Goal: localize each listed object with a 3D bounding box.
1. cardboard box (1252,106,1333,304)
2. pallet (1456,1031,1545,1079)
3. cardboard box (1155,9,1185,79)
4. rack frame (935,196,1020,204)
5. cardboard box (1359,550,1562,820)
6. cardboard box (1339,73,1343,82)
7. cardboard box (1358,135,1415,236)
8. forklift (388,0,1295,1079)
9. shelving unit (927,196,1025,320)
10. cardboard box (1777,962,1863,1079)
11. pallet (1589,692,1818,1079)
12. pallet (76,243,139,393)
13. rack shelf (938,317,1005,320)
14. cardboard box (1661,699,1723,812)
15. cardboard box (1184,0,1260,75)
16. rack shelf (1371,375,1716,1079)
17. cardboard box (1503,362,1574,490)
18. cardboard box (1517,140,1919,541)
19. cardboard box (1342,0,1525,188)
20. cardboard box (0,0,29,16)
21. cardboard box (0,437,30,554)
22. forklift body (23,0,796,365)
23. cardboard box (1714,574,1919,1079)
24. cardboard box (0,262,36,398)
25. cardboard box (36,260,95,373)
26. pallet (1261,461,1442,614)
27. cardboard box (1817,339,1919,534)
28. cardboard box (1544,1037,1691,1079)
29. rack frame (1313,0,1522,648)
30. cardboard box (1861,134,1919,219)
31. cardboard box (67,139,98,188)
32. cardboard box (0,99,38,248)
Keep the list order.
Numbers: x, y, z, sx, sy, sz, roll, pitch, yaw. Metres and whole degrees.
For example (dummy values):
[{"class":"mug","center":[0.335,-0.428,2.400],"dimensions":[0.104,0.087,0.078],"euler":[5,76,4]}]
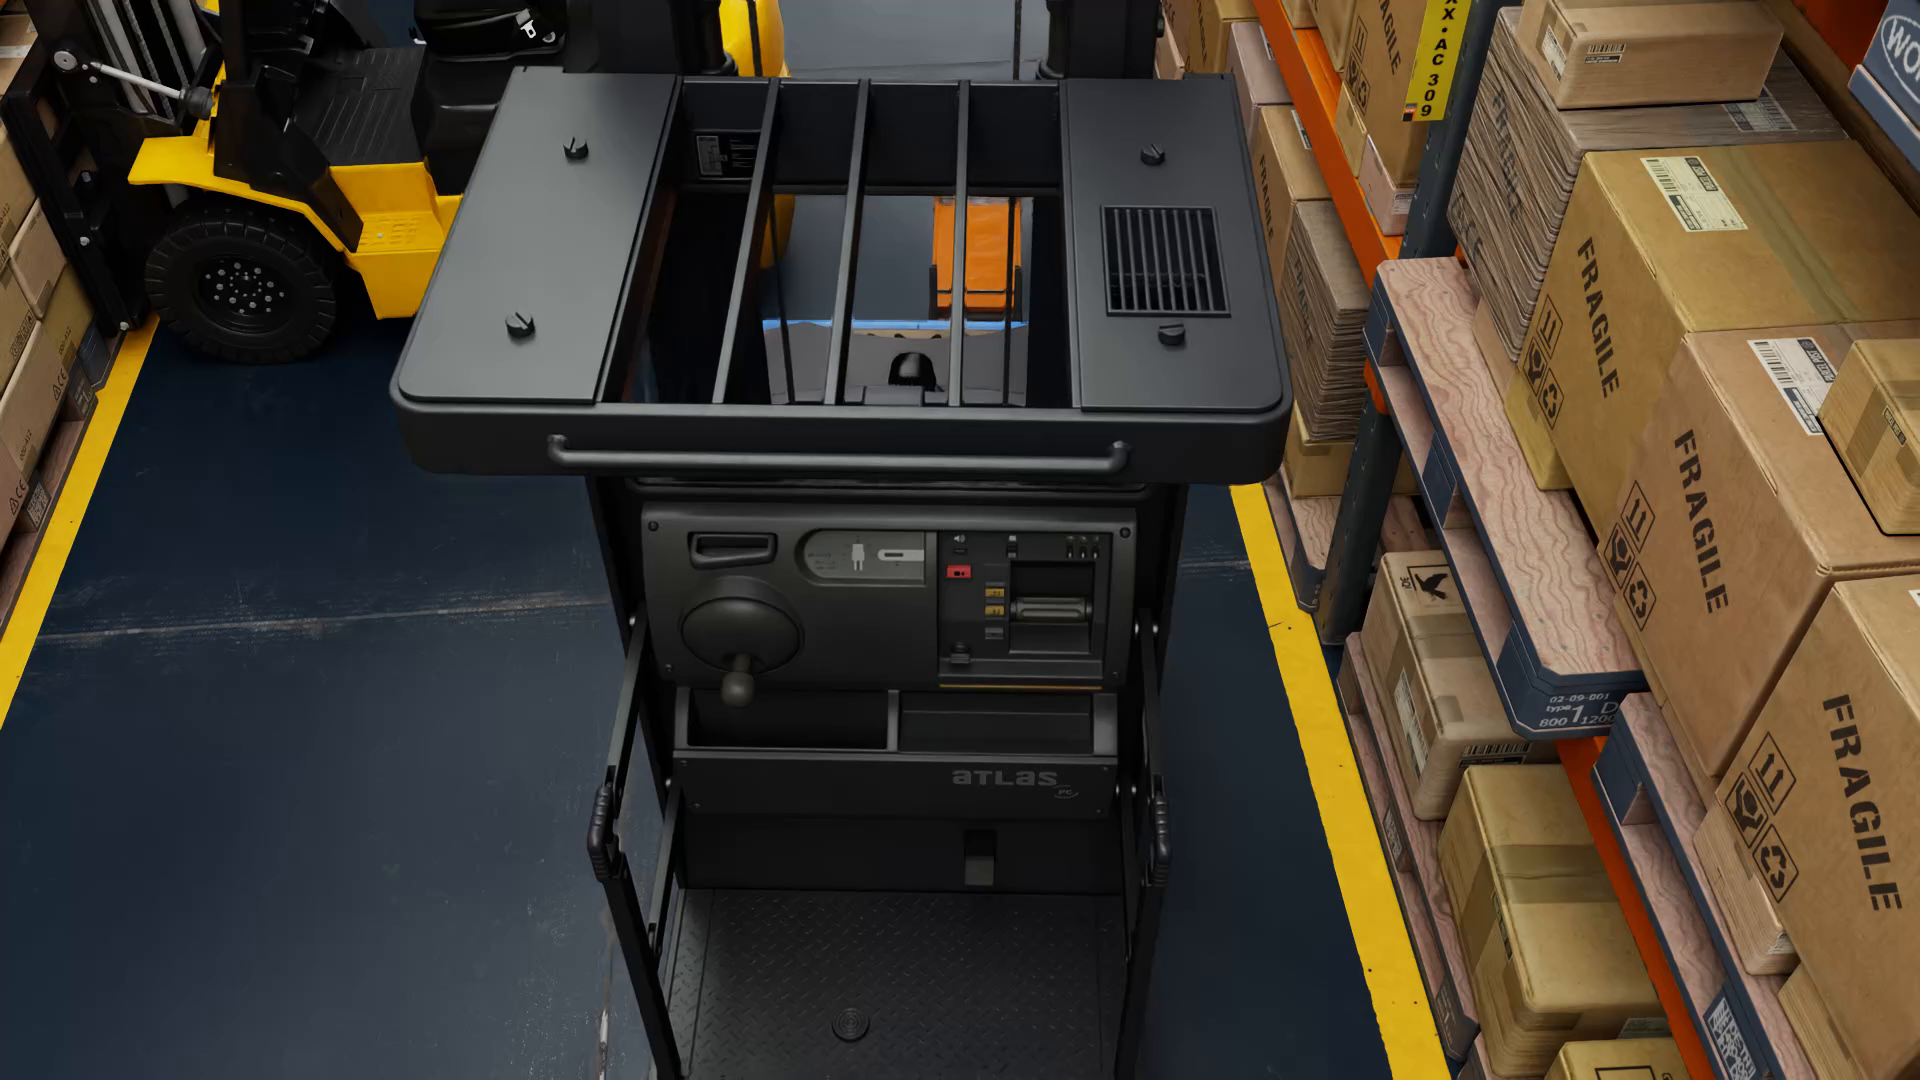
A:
[{"class":"cardboard box","center":[1.209,-1.022,5.240],"dimensions":[0.500,0.500,0.500],"euler":[-3,47,-3]},{"class":"pallet","center":[1.742,1.621,3.570],"dimensions":[1.003,0.211,1.213],"euler":[-3,47,-3]},{"class":"cardboard box","center":[1.063,-1.909,6.596],"dimensions":[0.500,0.250,0.500],"euler":[-2,47,-2]},{"class":"rack frame","center":[0.051,-0.648,5.037],"dimensions":[0.240,1.200,0.015],"euler":[1,47,1]},{"class":"cardboard box","center":[1.617,0.352,4.371],"dimensions":[0.950,0.372,0.625],"euler":[-3,47,-3]},{"class":"cardboard box","center":[1.268,-1.287,4.576],"dimensions":[0.380,0.149,0.250],"euler":[-3,47,-3]},{"class":"cardboard box","center":[1.240,-0.914,4.222],"dimensions":[0.380,0.149,0.250],"euler":[-4,47,-4]},{"class":"forklift","center":[-0.136,0.224,3.019],"dimensions":[1.130,2.935,3.031],"euler":[1,47,1]},{"class":"shelving unit","center":[0.046,-0.471,4.870],"dimensions":[0.258,1.200,0.503],"euler":[1,47,1]},{"class":"cardboard box","center":[1.435,0.711,2.395],"dimensions":[0.380,0.149,0.250],"euler":[-5,47,-5]},{"class":"pallet","center":[1.699,0.744,2.611],"dimensions":[1.003,0.211,1.213],"euler":[-3,47,-3]},{"class":"pallet","center":[-3.505,-0.985,6.038],"dimensions":[1.003,0.211,1.213],"euler":[-3,47,-3]},{"class":"rack shelf","center":[0.046,-0.578,4.756],"dimensions":[0.258,0.148,0.480],"euler":[1,47,1]},{"class":"cardboard box","center":[1.413,0.324,2.761],"dimensions":[0.380,0.149,0.250],"euler":[-3,47,-3]},{"class":"cardboard box","center":[1.112,-1.778,5.956],"dimensions":[0.500,0.500,0.500],"euler":[-3,47,-3]},{"class":"rack shelf","center":[1.738,0.908,2.819],"dimensions":[1.077,0.370,4.000],"euler":[-3,47,-3]},{"class":"cardboard box","center":[1.314,-0.244,3.299],"dimensions":[0.380,0.149,0.250],"euler":[-3,47,-2]},{"class":"cardboard box","center":[1.367,-0.348,2.951],"dimensions":[0.500,0.500,0.500],"euler":[-3,47,-3]},{"class":"cardboard box","center":[1.286,-1.229,4.074],"dimensions":[0.500,0.500,0.500],"euler":[-5,47,-4]},{"class":"cardboard box","center":[-3.260,-1.871,5.872],"dimensions":[0.500,0.250,0.500],"euler":[-3,47,-3]},{"class":"cardboard box","center":[-3.086,-0.051,4.837],"dimensions":[0.500,0.250,0.500],"euler":[-3,47,-3]},{"class":"forklift body","center":[-1.734,-1.823,5.495],"dimensions":[2.313,2.155,1.214],"euler":[-3,47,-3]},{"class":"cardboard box","center":[1.448,0.381,2.260],"dimensions":[0.500,0.500,0.500],"euler":[-5,47,-5]},{"class":"cardboard box","center":[-3.152,-0.585,4.999],"dimensions":[0.500,0.250,0.500],"euler":[-4,47,-4]},{"class":"cardboard box","center":[-3.202,-0.788,5.535],"dimensions":[0.500,0.250,0.500],"euler":[-3,47,-3]},{"class":"pallet","center":[1.479,-0.311,5.399],"dimensions":[1.003,0.211,1.213],"euler":[-3,47,-3]},{"class":"cardboard box","center":[1.451,-0.149,2.315],"dimensions":[0.380,0.149,0.250],"euler":[-1,47,-1]},{"class":"cardboard box","center":[1.740,1.375,3.402],"dimensions":[0.950,0.372,0.625],"euler":[-2,47,-2]},{"class":"rack frame","center":[1.571,-0.786,3.928],"dimensions":[1.000,3.000,0.127],"euler":[-3,47,-3]},{"class":"cardboard box","center":[1.881,-0.388,2.989],"dimensions":[0.500,0.500,0.500],"euler":[-3,47,-3]},{"class":"cardboard box","center":[-3.224,-1.315,5.690],"dimensions":[0.500,0.250,0.500],"euler":[-4,47,-3]},{"class":"cardboard box","center":[-3.189,-1.123,5.164],"dimensions":[0.500,0.250,0.500],"euler":[-2,47,-2]}]
